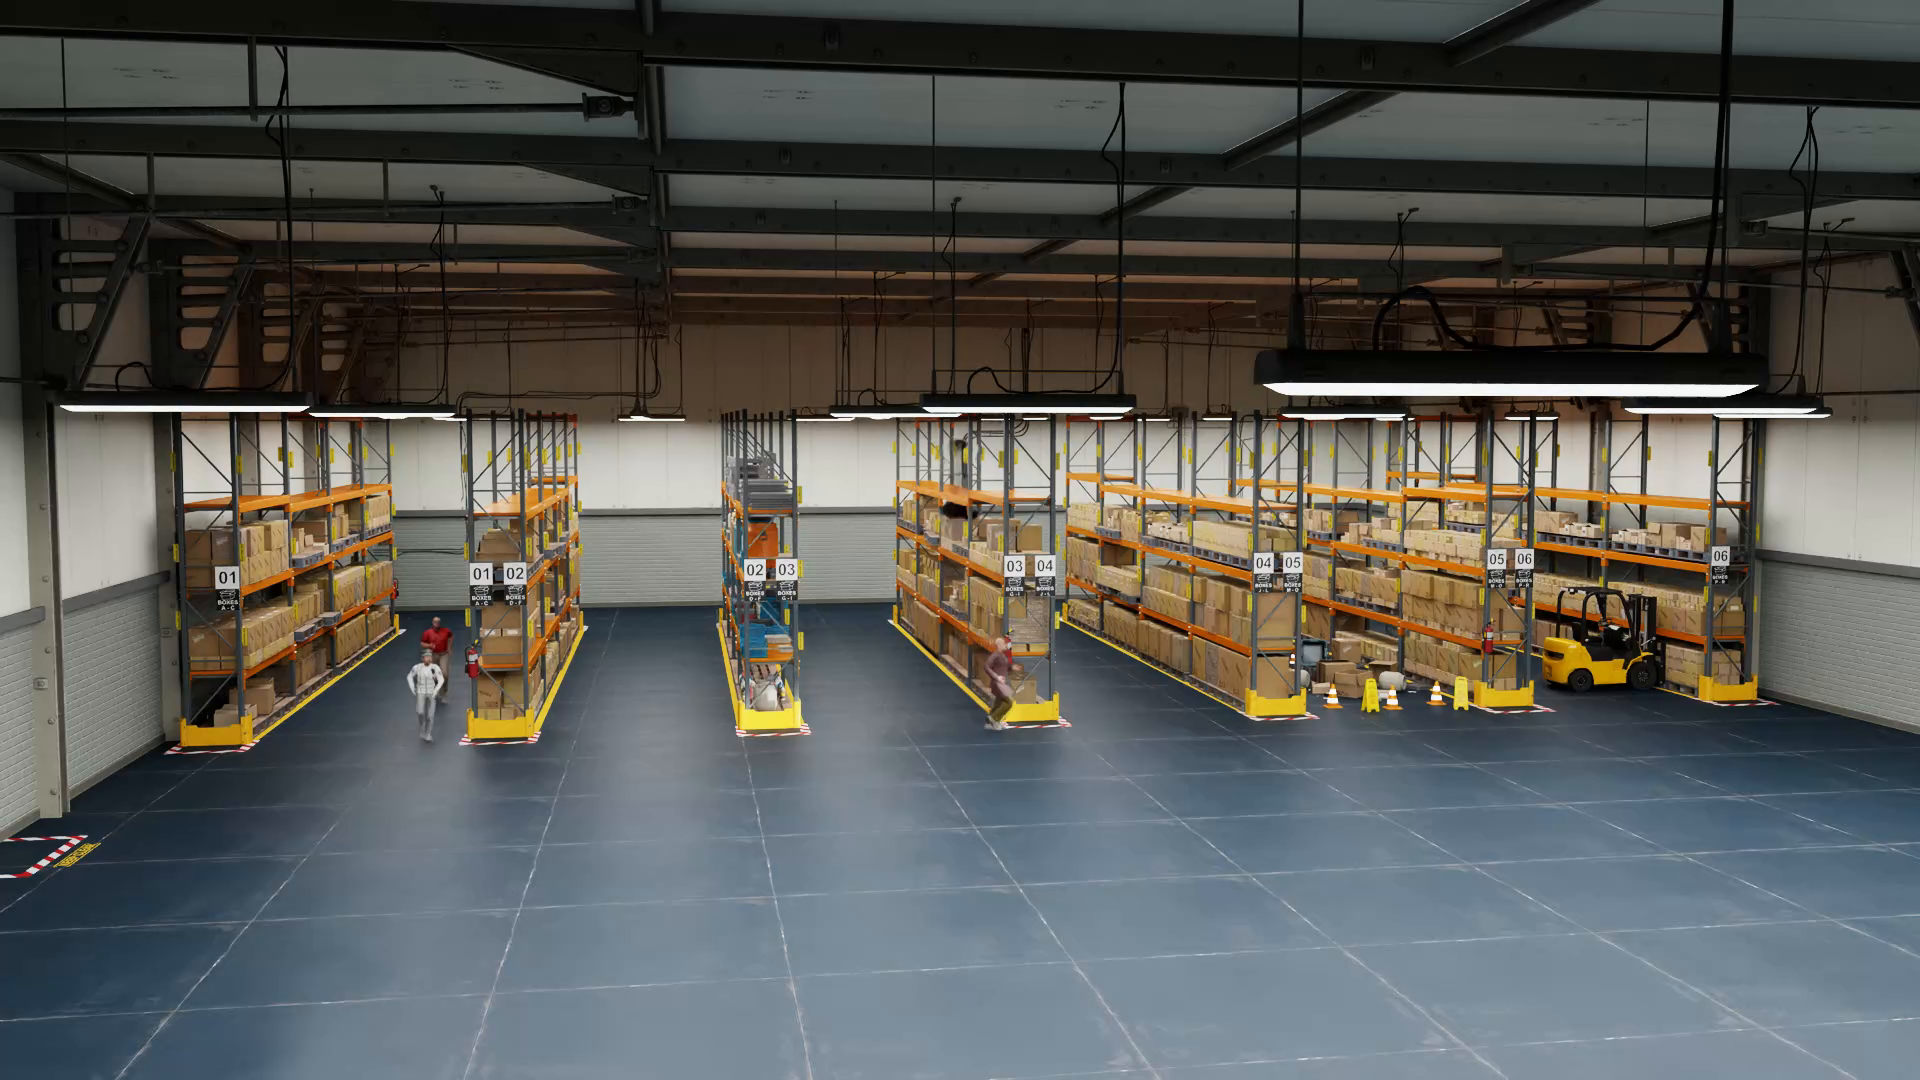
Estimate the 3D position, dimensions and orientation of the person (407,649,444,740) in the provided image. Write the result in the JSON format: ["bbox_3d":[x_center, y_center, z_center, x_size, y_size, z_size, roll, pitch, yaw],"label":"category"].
[{"bbox_3d":[-9.643,2.793,30.036,0.636,1.658,0.564,-1,4,-18],"label":"person"}]

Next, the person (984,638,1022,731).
[{"bbox_3d":[0.780,2.802,30.930,0.710,1.566,0.716,1,4,9],"label":"person"}]

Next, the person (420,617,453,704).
[{"bbox_3d":[-10.787,2.468,34.317,0.644,1.787,0.826,-1,4,-16],"label":"person"}]

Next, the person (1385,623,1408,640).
[{"bbox_3d":[11.170,1.896,42.680,0.708,1.764,0.825,-1,4,-17],"label":"person"}]
